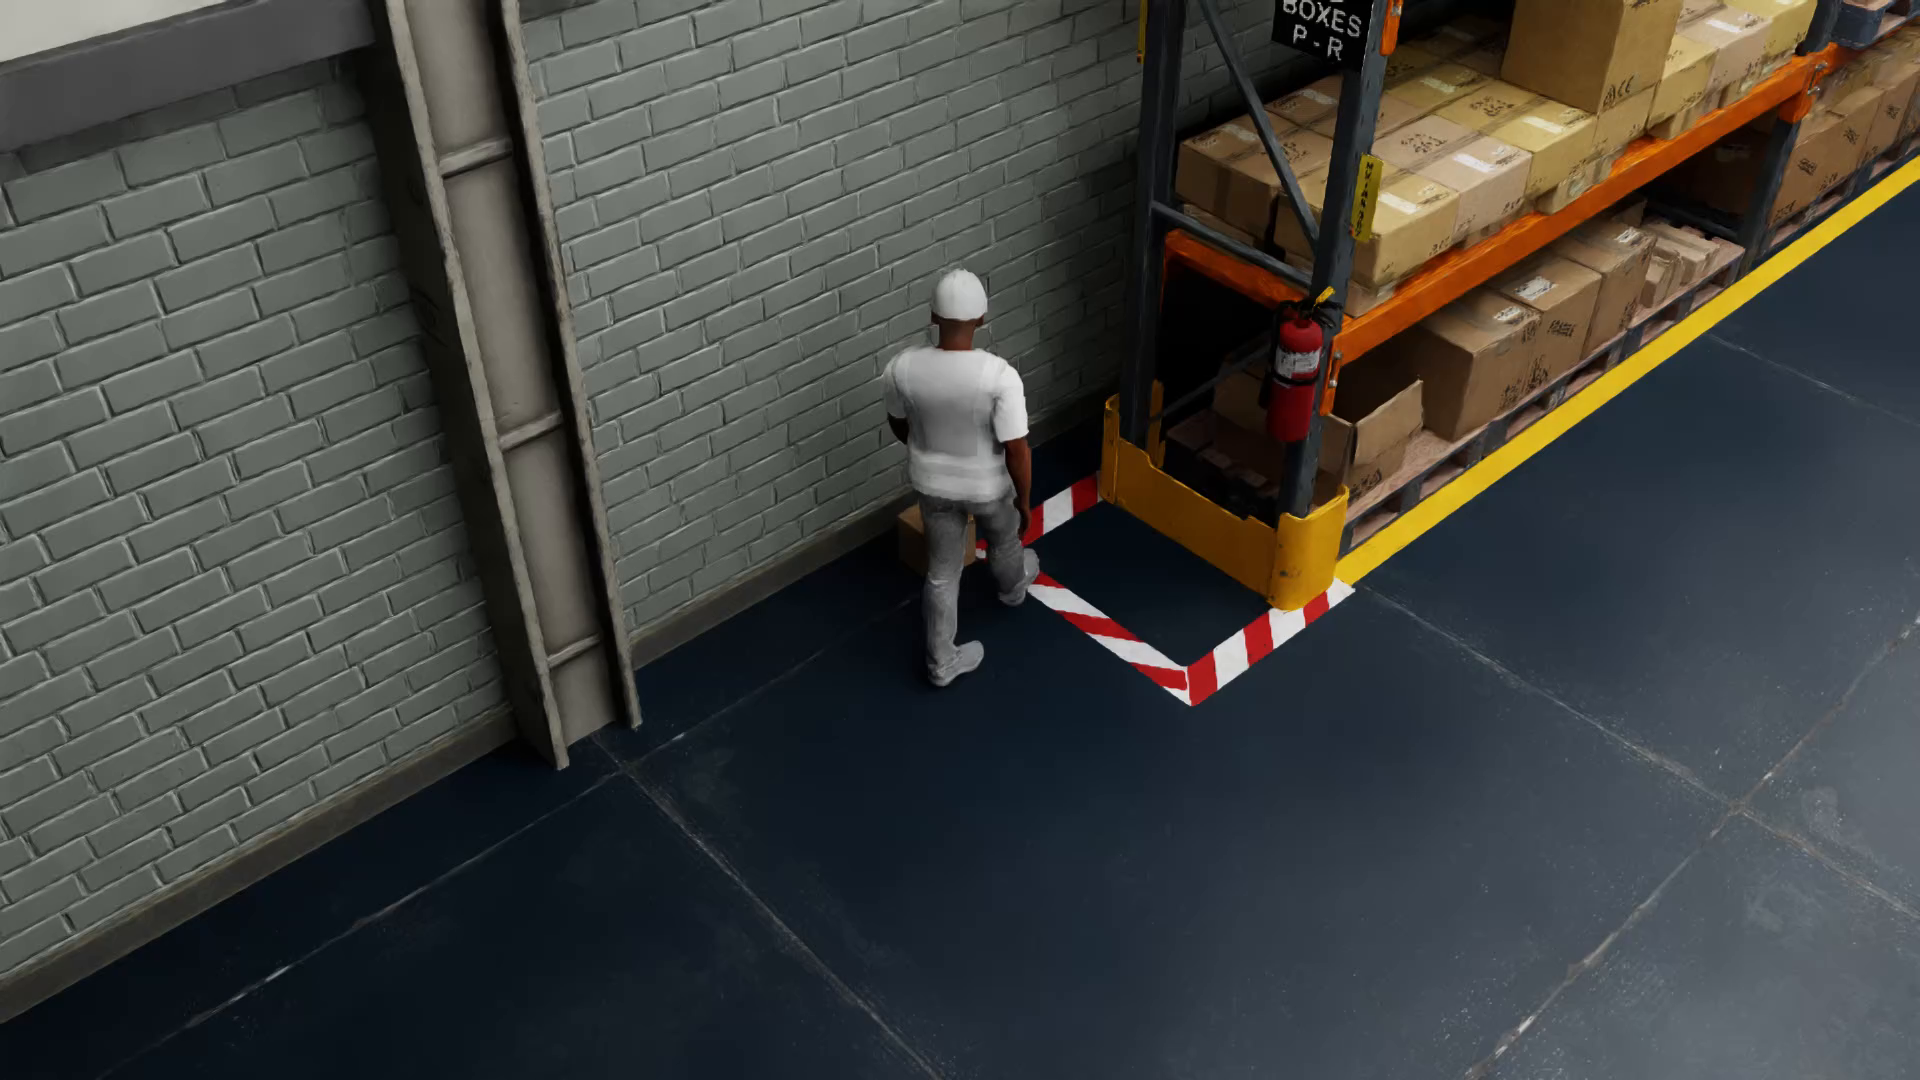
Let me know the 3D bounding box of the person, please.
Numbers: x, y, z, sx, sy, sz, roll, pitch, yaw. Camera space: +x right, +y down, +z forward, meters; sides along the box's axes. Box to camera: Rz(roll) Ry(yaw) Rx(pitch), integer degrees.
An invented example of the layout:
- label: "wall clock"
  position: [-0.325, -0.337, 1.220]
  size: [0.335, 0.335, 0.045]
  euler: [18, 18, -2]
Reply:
- label: "person"
  position: [0.014, -0.272, 6.441]
  size: [0.603, 1.637, 0.692]
  euler: [10, 41, 11]
